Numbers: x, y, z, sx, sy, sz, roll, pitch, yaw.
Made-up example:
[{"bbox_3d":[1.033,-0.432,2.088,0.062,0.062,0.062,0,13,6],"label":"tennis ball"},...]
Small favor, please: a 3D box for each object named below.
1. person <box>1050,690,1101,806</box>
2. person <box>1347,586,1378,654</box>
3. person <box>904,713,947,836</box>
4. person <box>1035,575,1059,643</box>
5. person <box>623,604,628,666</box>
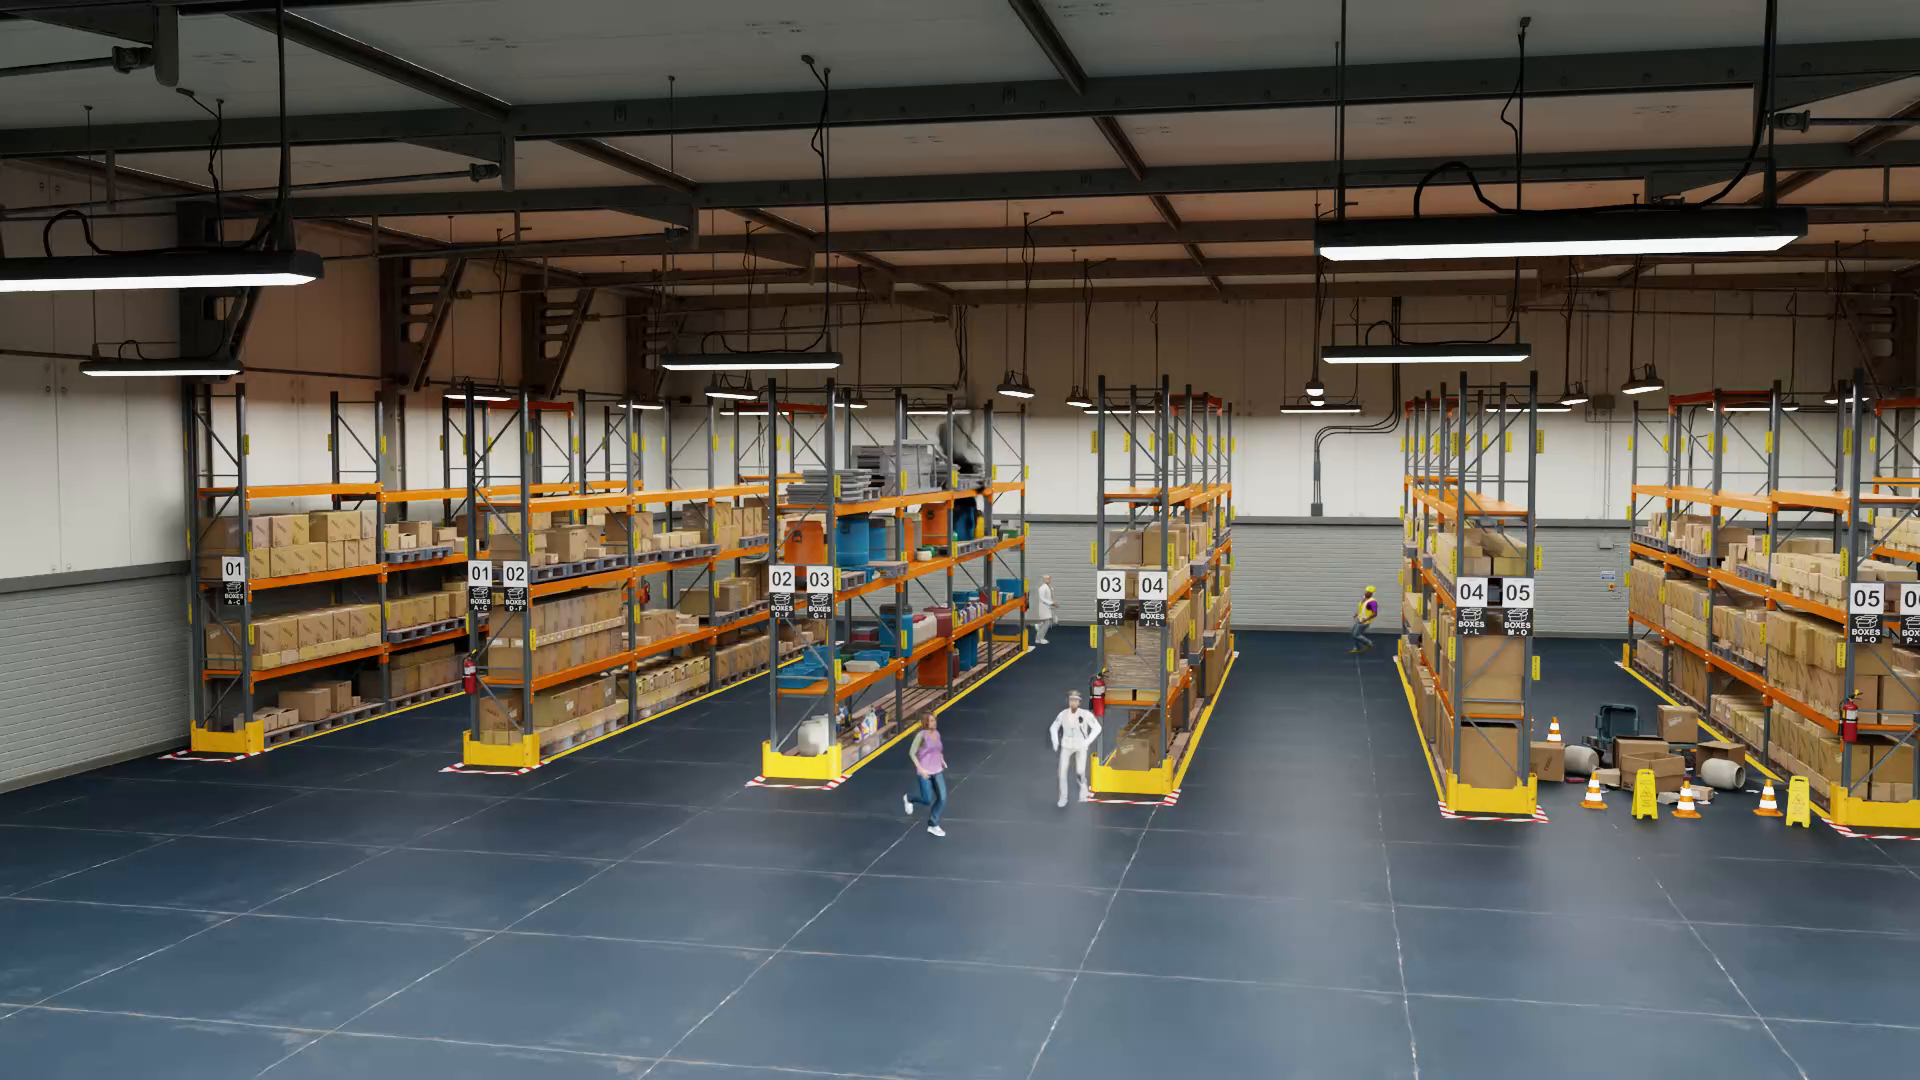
[{"bbox_3d":[1.582,2.901,23.003,0.712,1.656,0.513,1,3,11],"label":"person"},{"bbox_3d":[9.594,1.914,39.620,0.554,1.667,0.761,0,3,-1],"label":"person"},{"bbox_3d":[-0.437,3.011,21.519,0.543,1.559,0.677,-3,4,-41],"label":"person"},{"bbox_3d":[2.207,1.739,41.944,0.692,1.735,0.733,2,4,25],"label":"person"},{"bbox_3d":[-6.915,2.166,34.699,0.546,1.677,0.759,1,3,14],"label":"person"}]
